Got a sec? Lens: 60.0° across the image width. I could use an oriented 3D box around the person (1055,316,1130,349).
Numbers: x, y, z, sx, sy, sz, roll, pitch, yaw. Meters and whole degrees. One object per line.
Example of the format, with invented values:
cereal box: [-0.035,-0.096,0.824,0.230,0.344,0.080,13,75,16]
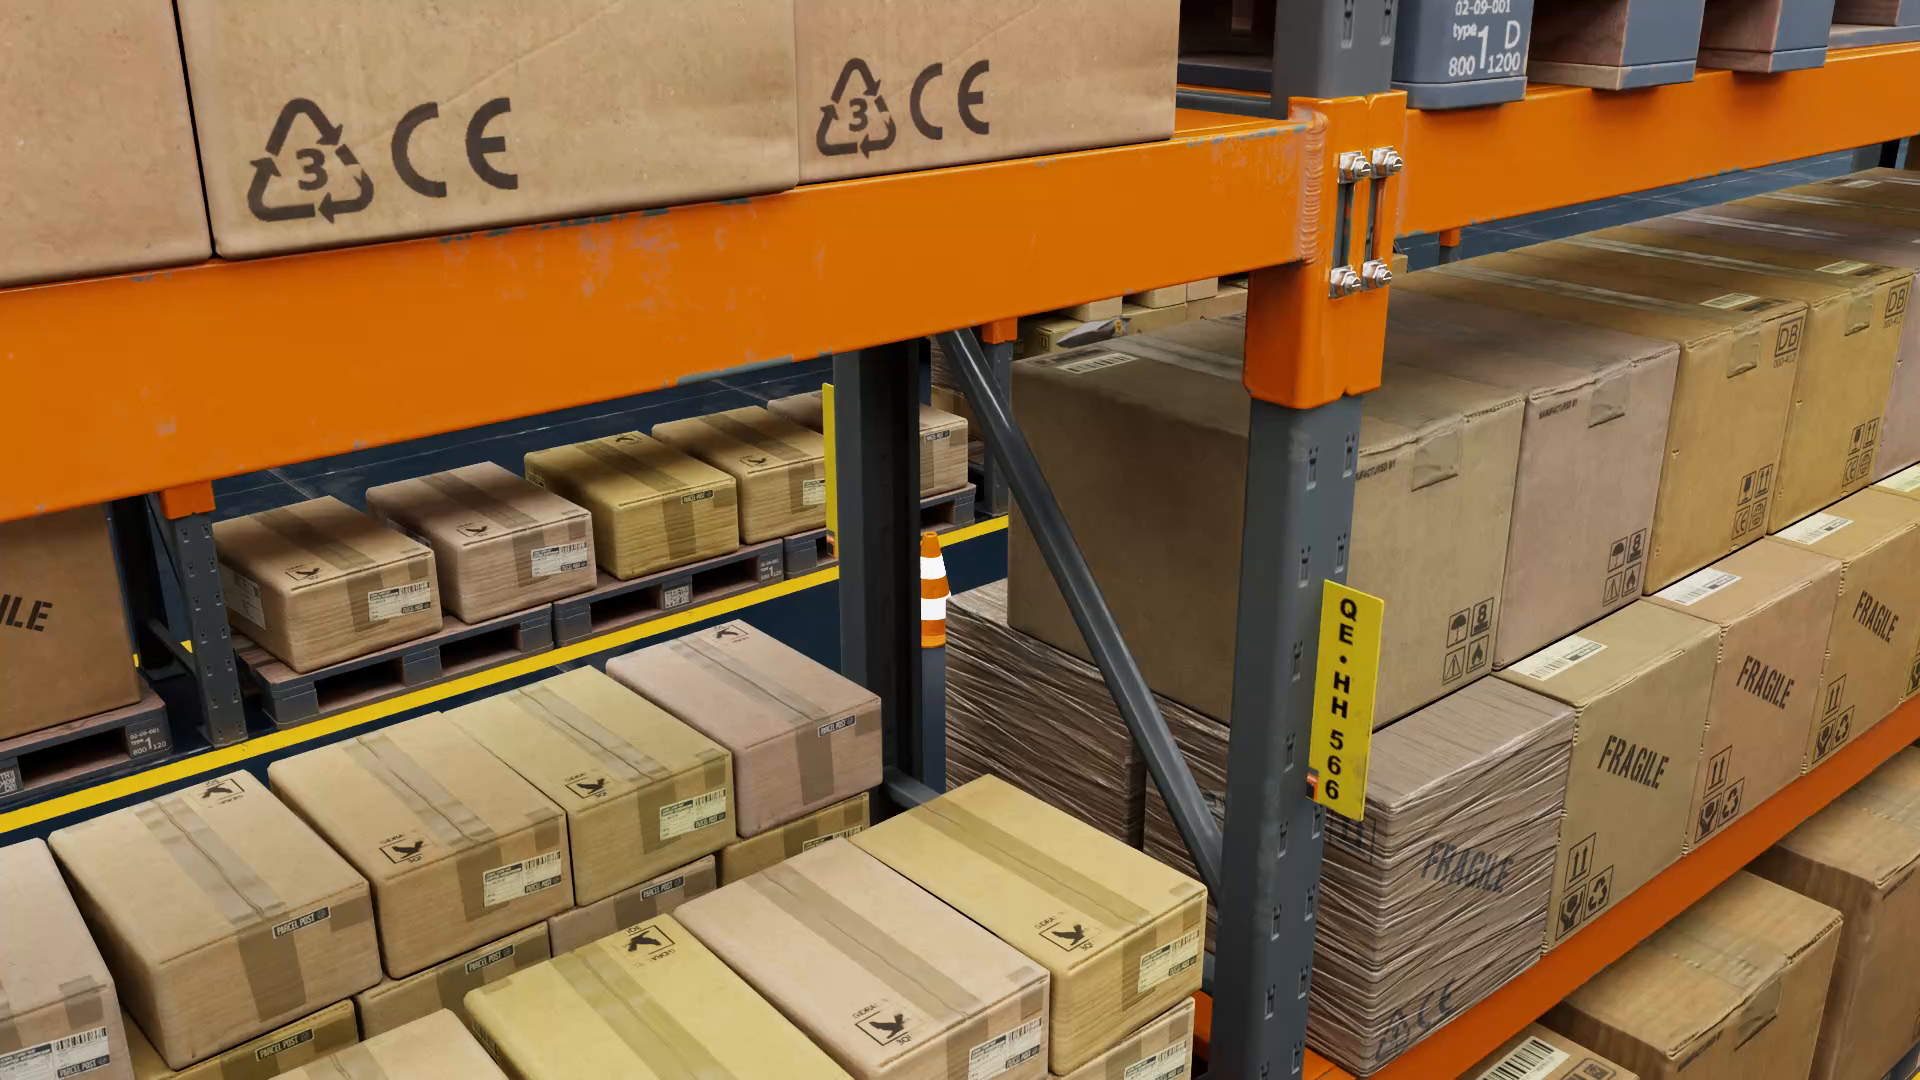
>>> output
person: [0.552,0.107,5.768,0.495,1.766,0.560,-16,26,-36]
